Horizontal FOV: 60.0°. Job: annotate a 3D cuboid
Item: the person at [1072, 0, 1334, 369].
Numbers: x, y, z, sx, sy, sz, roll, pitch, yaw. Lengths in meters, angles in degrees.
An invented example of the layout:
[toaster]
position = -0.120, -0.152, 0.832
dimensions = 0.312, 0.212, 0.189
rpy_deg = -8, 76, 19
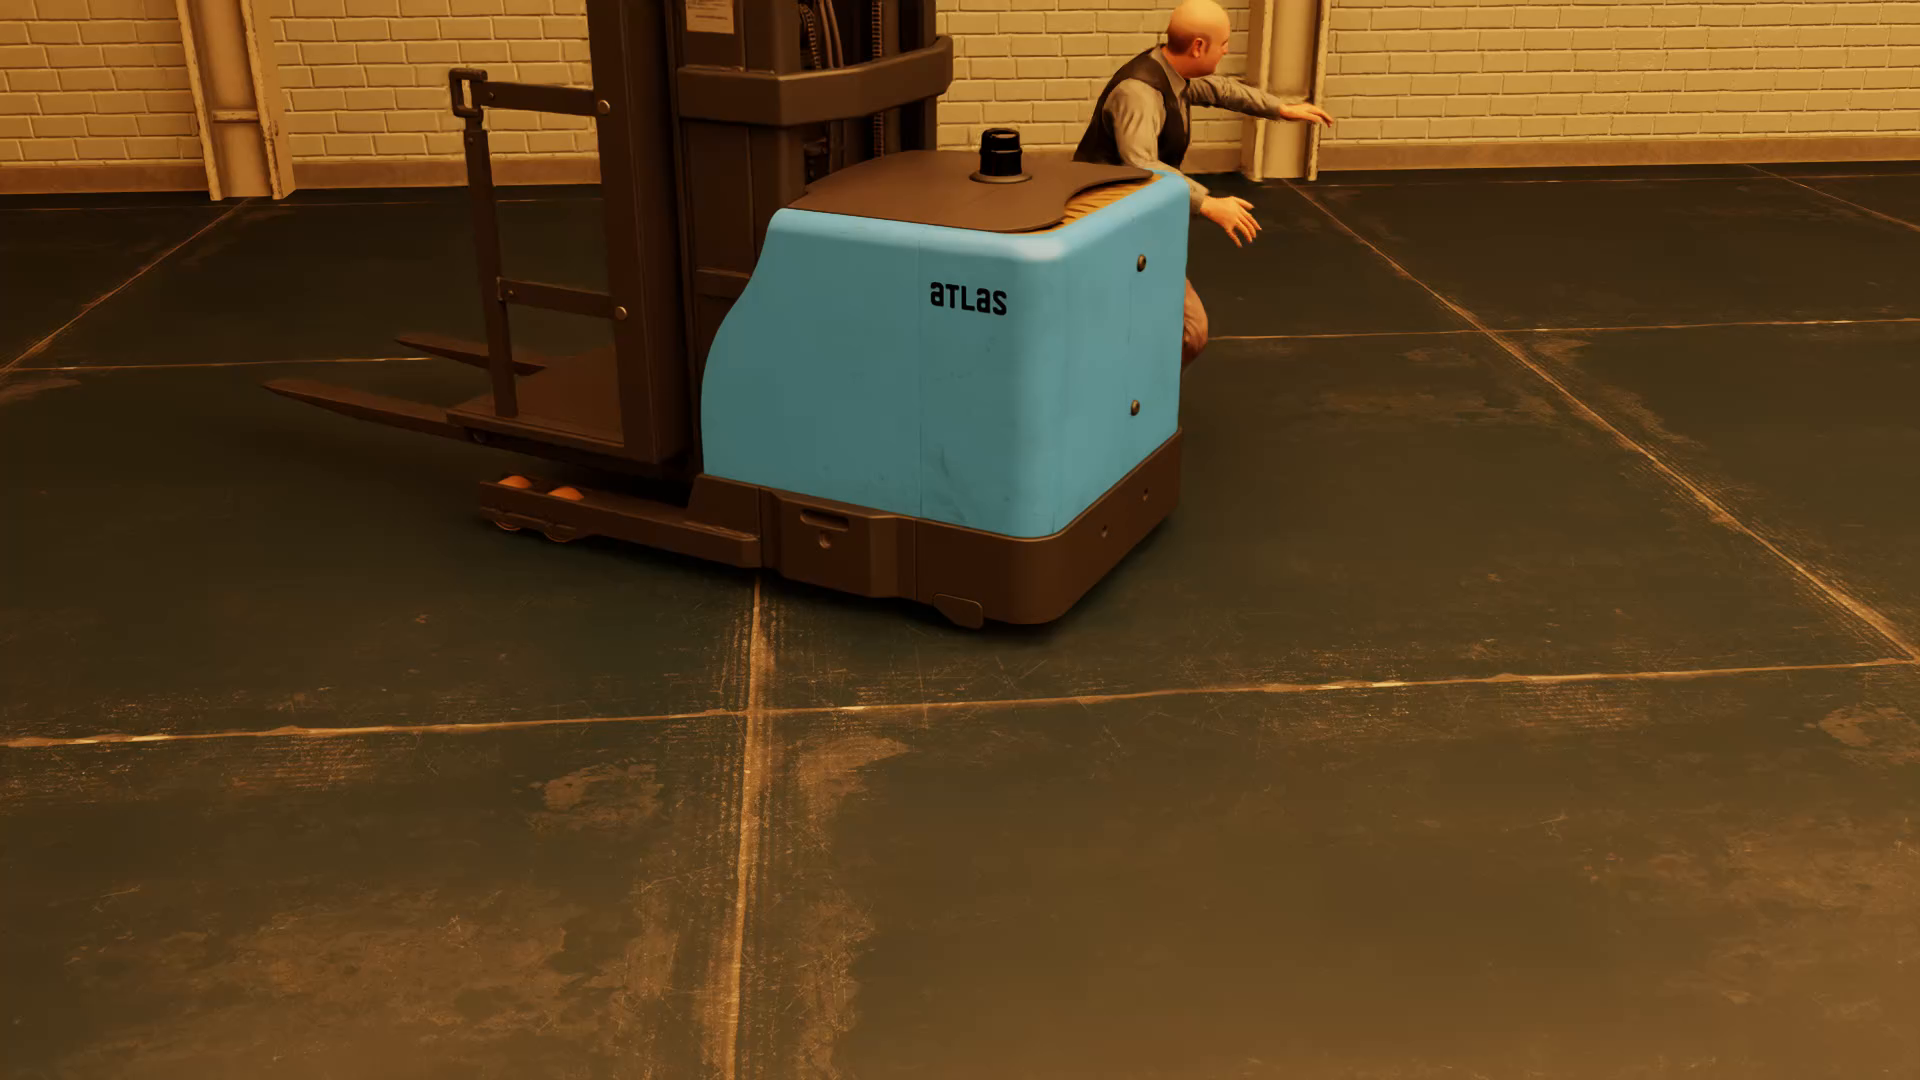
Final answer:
[person]
position = 0.702, -0.999, 5.487
dimensions = 0.838, 1.483, 1.405
rpy_deg = 8, 25, 17

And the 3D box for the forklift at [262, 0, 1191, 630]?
[forklift]
position = -0.881, -1.507, 4.791
dimensions = 3.031, 2.935, 1.130
rpy_deg = 12, 26, 25
